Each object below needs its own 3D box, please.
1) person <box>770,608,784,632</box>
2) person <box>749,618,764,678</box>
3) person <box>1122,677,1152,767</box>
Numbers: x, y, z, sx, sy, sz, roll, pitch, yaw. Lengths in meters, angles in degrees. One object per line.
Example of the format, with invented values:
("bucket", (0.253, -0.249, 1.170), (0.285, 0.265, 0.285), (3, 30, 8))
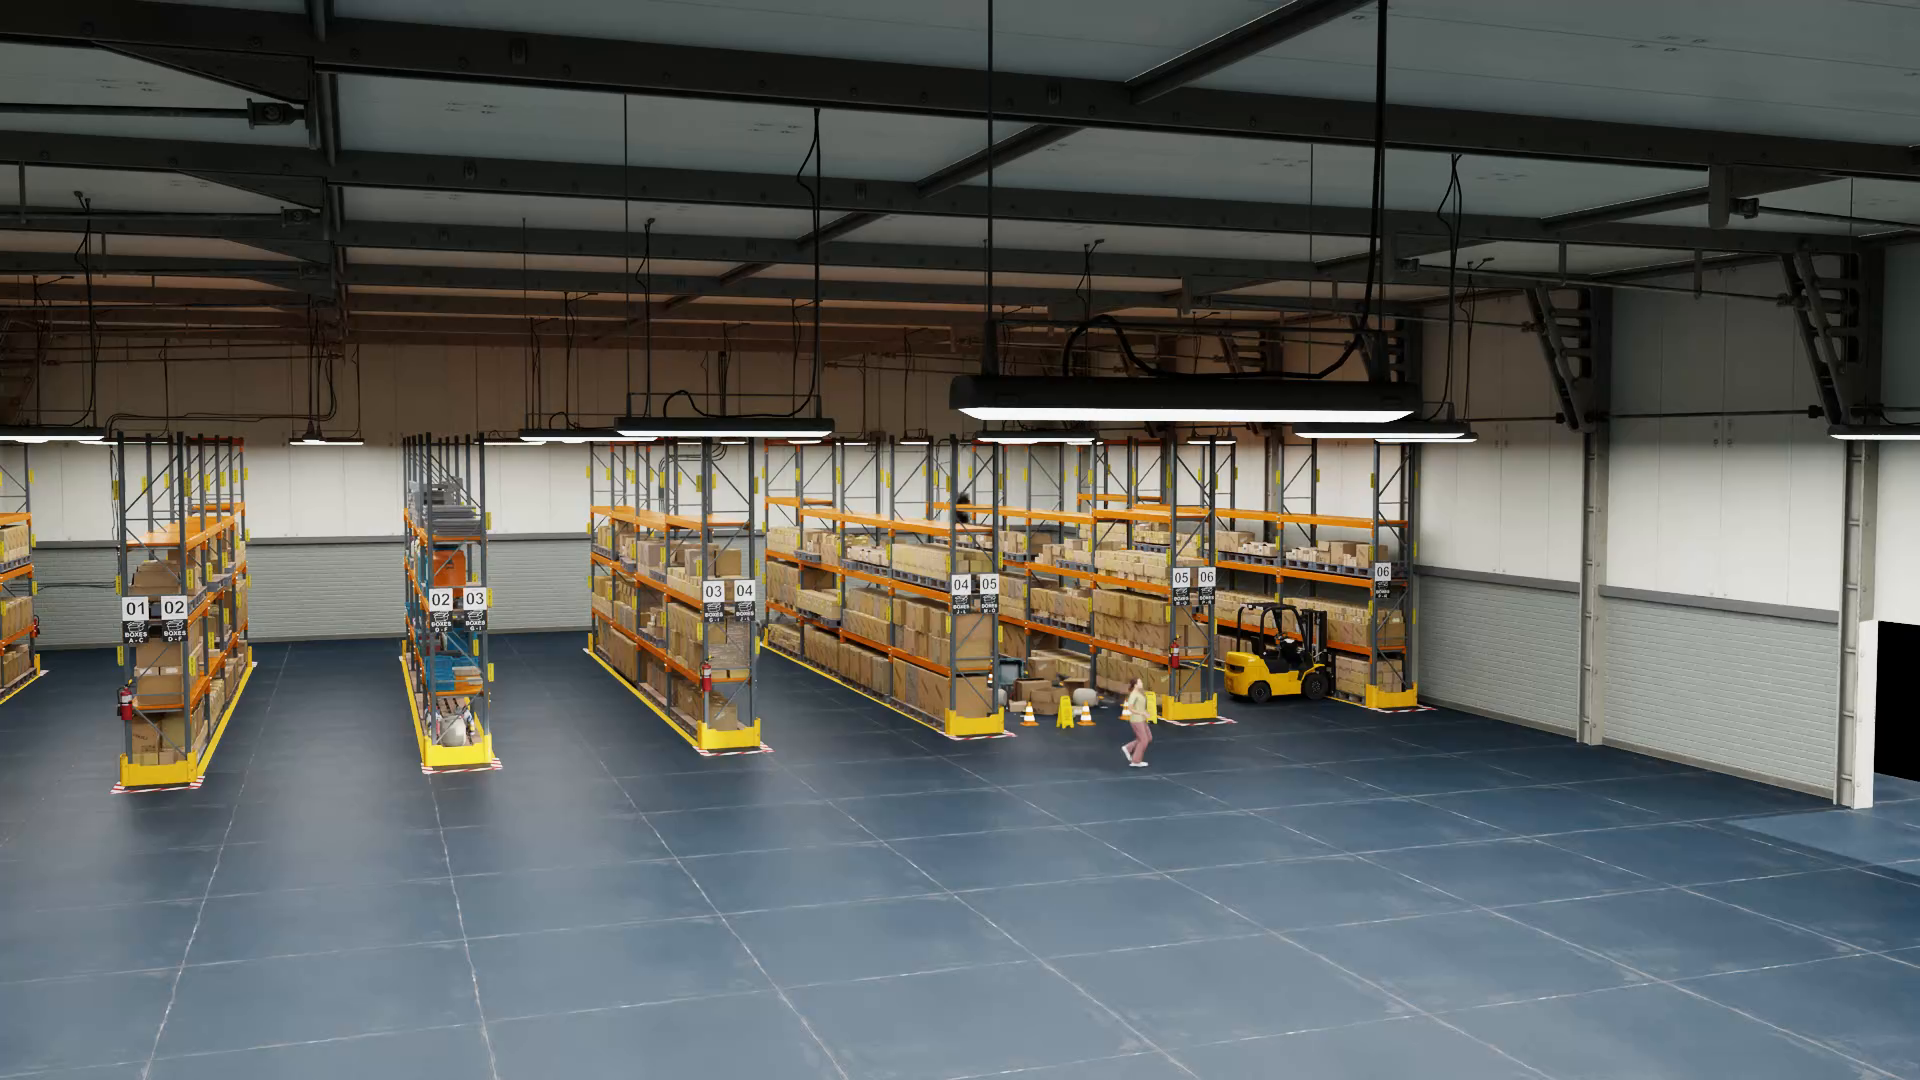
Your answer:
("person", (-5.428, 2.170, 49.388), (0.886, 1.597, 0.546), (-2, 4, -29))
("person", (-5.242, 2.557, 41.687), (0.683, 1.747, 0.659), (-1, 3, -22))
("person", (3.174, 3.253, 29.829), (0.563, 1.621, 0.574), (1, 3, 19))
